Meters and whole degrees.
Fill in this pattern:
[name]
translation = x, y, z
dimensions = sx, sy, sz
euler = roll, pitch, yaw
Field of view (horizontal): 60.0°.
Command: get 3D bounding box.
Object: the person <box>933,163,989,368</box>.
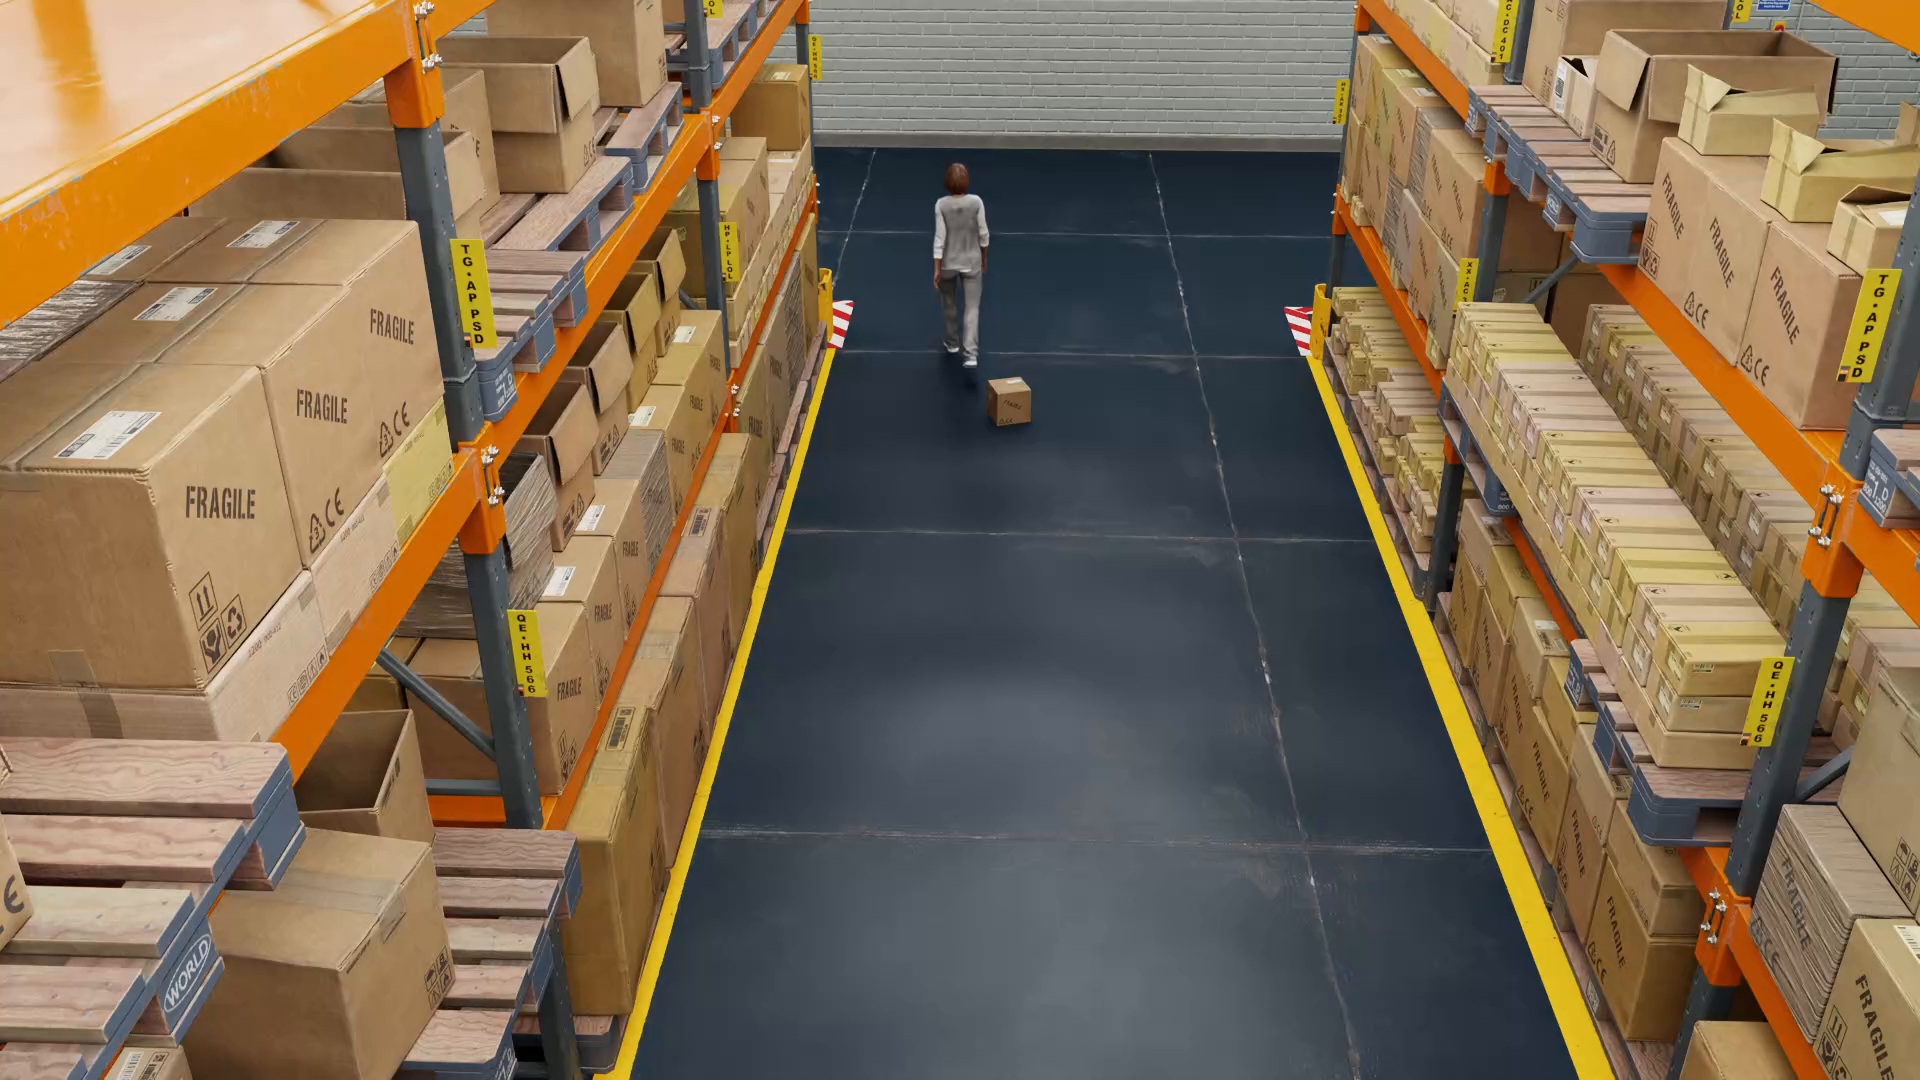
[person]
translation = 0.007, -2.058, 12.435
dimensions = 0.420, 1.552, 0.885
euler = -1, 28, -1
